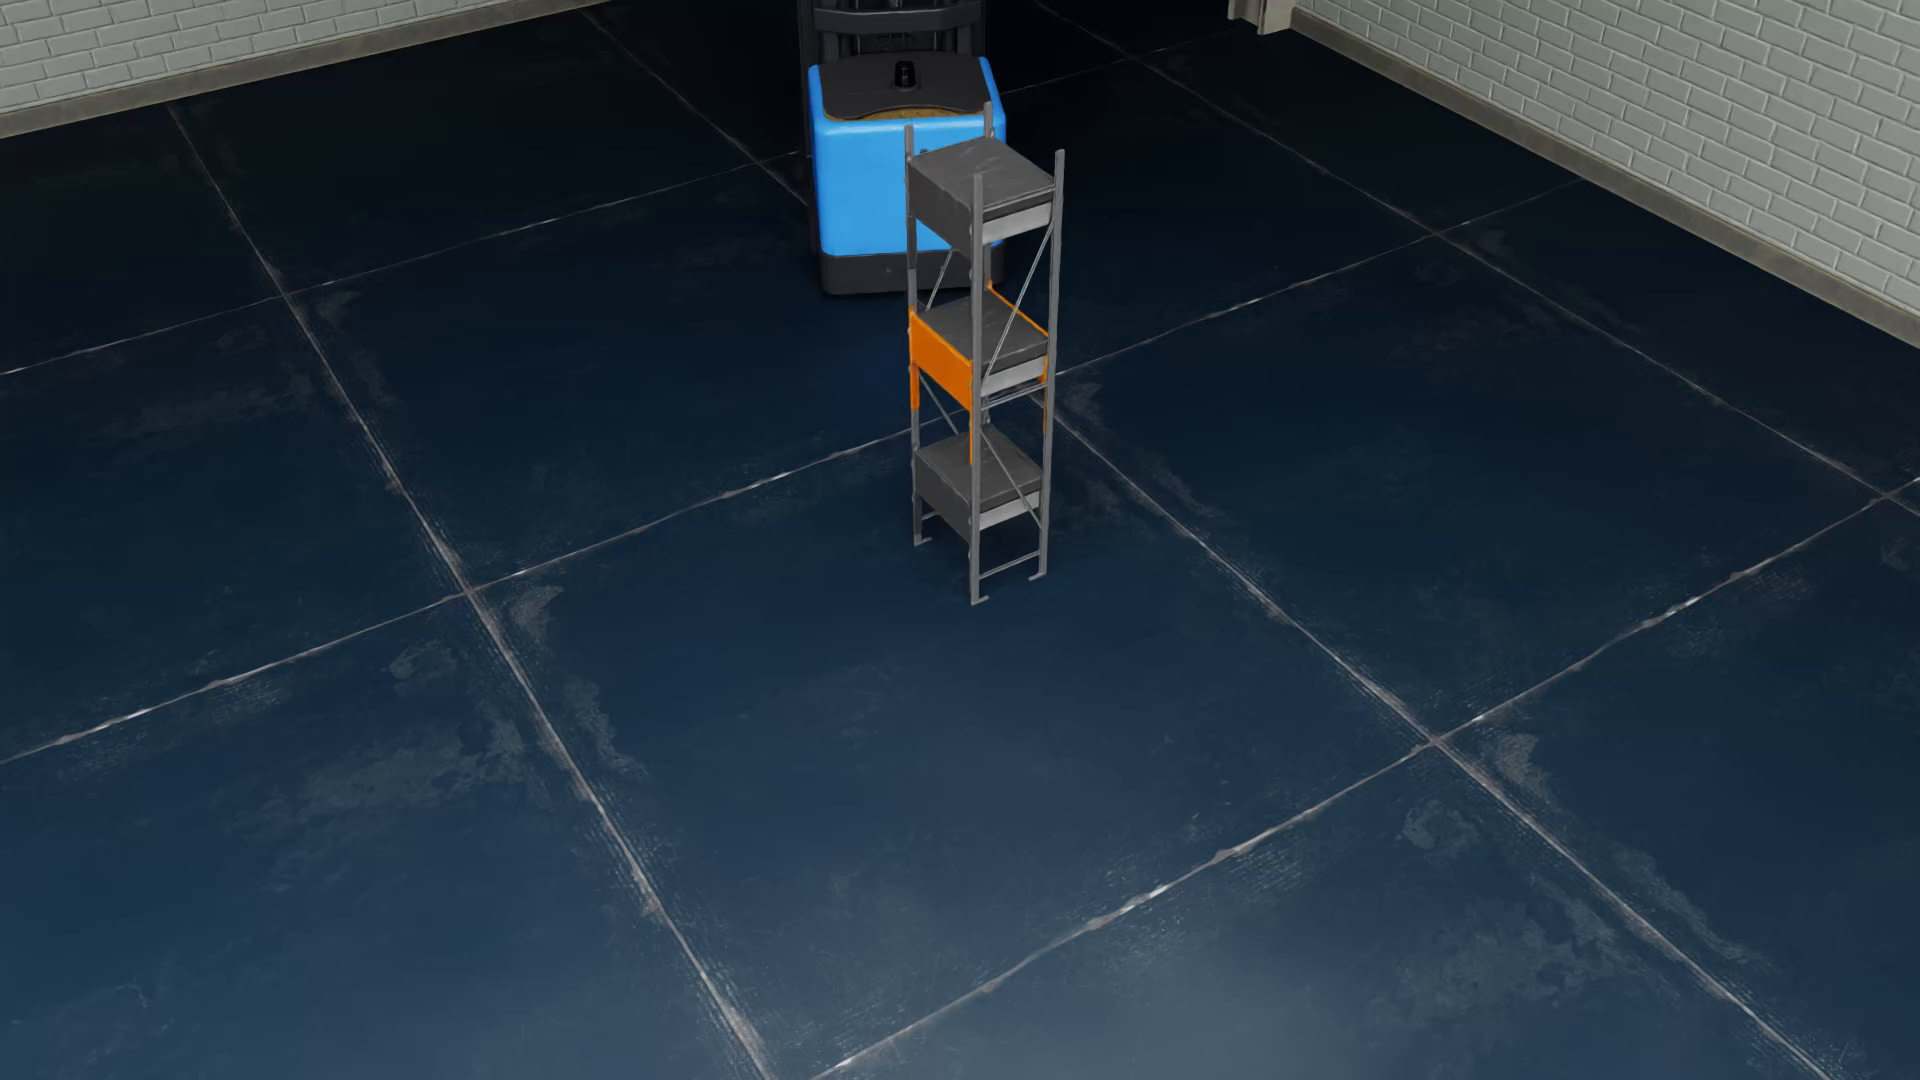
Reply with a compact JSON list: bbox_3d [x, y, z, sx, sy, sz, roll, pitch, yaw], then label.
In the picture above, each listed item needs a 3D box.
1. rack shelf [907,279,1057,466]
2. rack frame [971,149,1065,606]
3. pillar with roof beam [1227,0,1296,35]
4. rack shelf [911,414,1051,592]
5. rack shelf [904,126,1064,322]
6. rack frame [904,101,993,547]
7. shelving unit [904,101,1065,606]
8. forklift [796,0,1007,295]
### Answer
[{"bbox_3d":[0.089,-0.707,6.979,0.431,0.518,0.480,-22,45,-24],"label":"rack shelf"},{"bbox_3d":[0.220,-0.586,6.813,0.400,2.100,0.015,-22,45,-24],"label":"rack frame"},{"bbox_3d":[-1.399,-5.832,7.719,9.100,9.000,0.400,-22,45,-24],"label":"pillar with roof beam"},{"bbox_3d":[0.089,-0.169,7.427,0.431,0.518,0.480,-22,45,-24],"label":"rack shelf"},{"bbox_3d":[0.089,-1.245,6.531,0.431,0.518,0.480,-22,45,-24],"label":"rack shelf"},{"bbox_3d":[-0.042,-0.849,7.129,0.400,2.100,0.015,-22,45,-24],"label":"rack frame"},{"bbox_3d":[0.089,-0.717,6.971,0.431,2.100,0.503,-22,45,-24],"label":"shelving unit"},{"bbox_3d":[-0.426,-3.434,9.582,1.130,2.935,3.031,-4,40,-5],"label":"forklift"}]
